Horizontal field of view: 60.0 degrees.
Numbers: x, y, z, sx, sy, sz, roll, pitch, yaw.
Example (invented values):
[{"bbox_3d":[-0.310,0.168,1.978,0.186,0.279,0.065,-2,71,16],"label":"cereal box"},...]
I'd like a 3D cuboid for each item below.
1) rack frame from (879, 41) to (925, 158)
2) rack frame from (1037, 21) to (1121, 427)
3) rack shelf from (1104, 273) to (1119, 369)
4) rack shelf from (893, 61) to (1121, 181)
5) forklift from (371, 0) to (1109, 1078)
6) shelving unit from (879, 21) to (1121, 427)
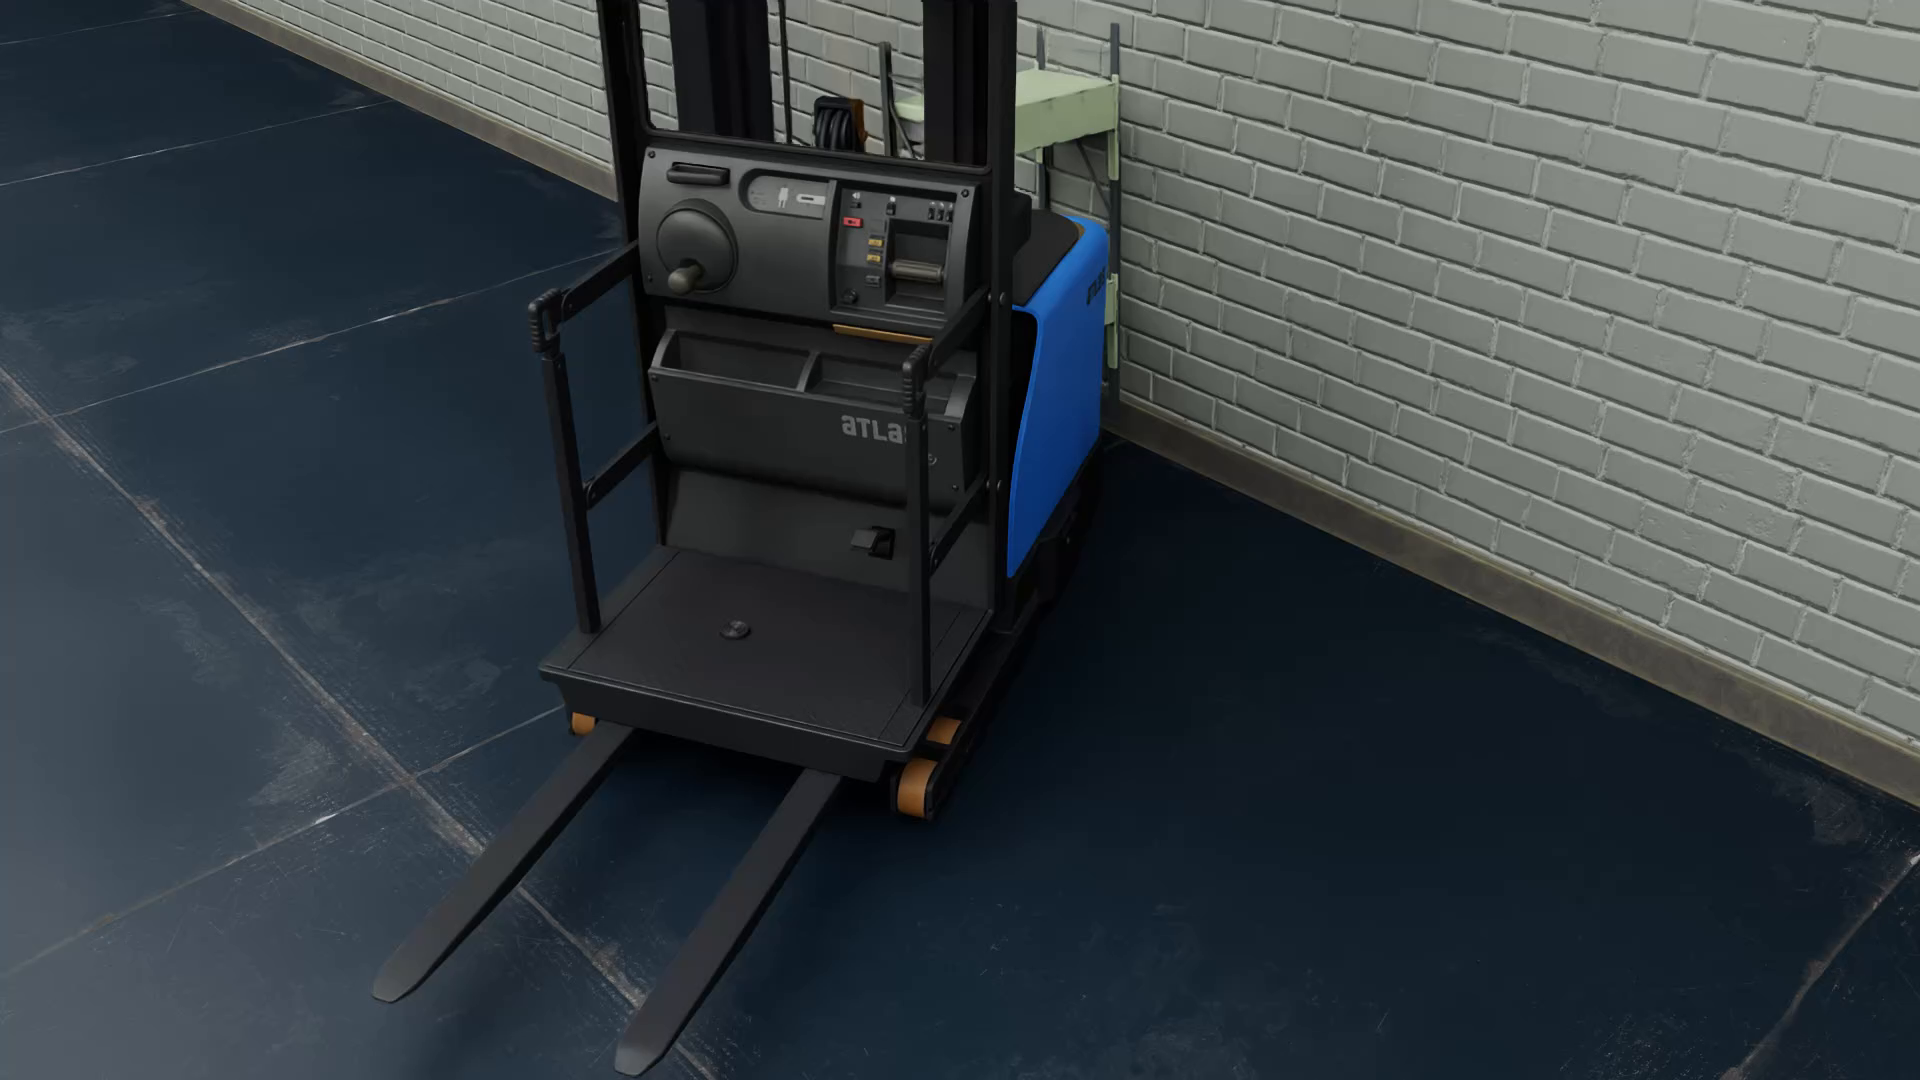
[{"bbox_3d":[-0.102,-0.932,5.751,0.023,1.500,0.400,-24,34,-36],"label":"rack frame"},{"bbox_3d":[0.443,-1.170,6.178,0.023,1.500,0.400,-24,34,-36],"label":"rack frame"},{"bbox_3d":[0.182,-0.760,6.111,0.720,0.370,0.431,-24,34,-36],"label":"rack shelf"},{"bbox_3d":[0.156,-1.400,5.789,0.720,0.370,0.431,-24,34,-36],"label":"rack shelf"},{"bbox_3d":[-0.479,-0.737,4.146,1.130,2.935,3.031,11,33,17],"label":"forklift"},{"bbox_3d":[0.170,-1.051,5.965,0.755,1.500,0.431,-24,34,-36],"label":"shelving unit"}]
